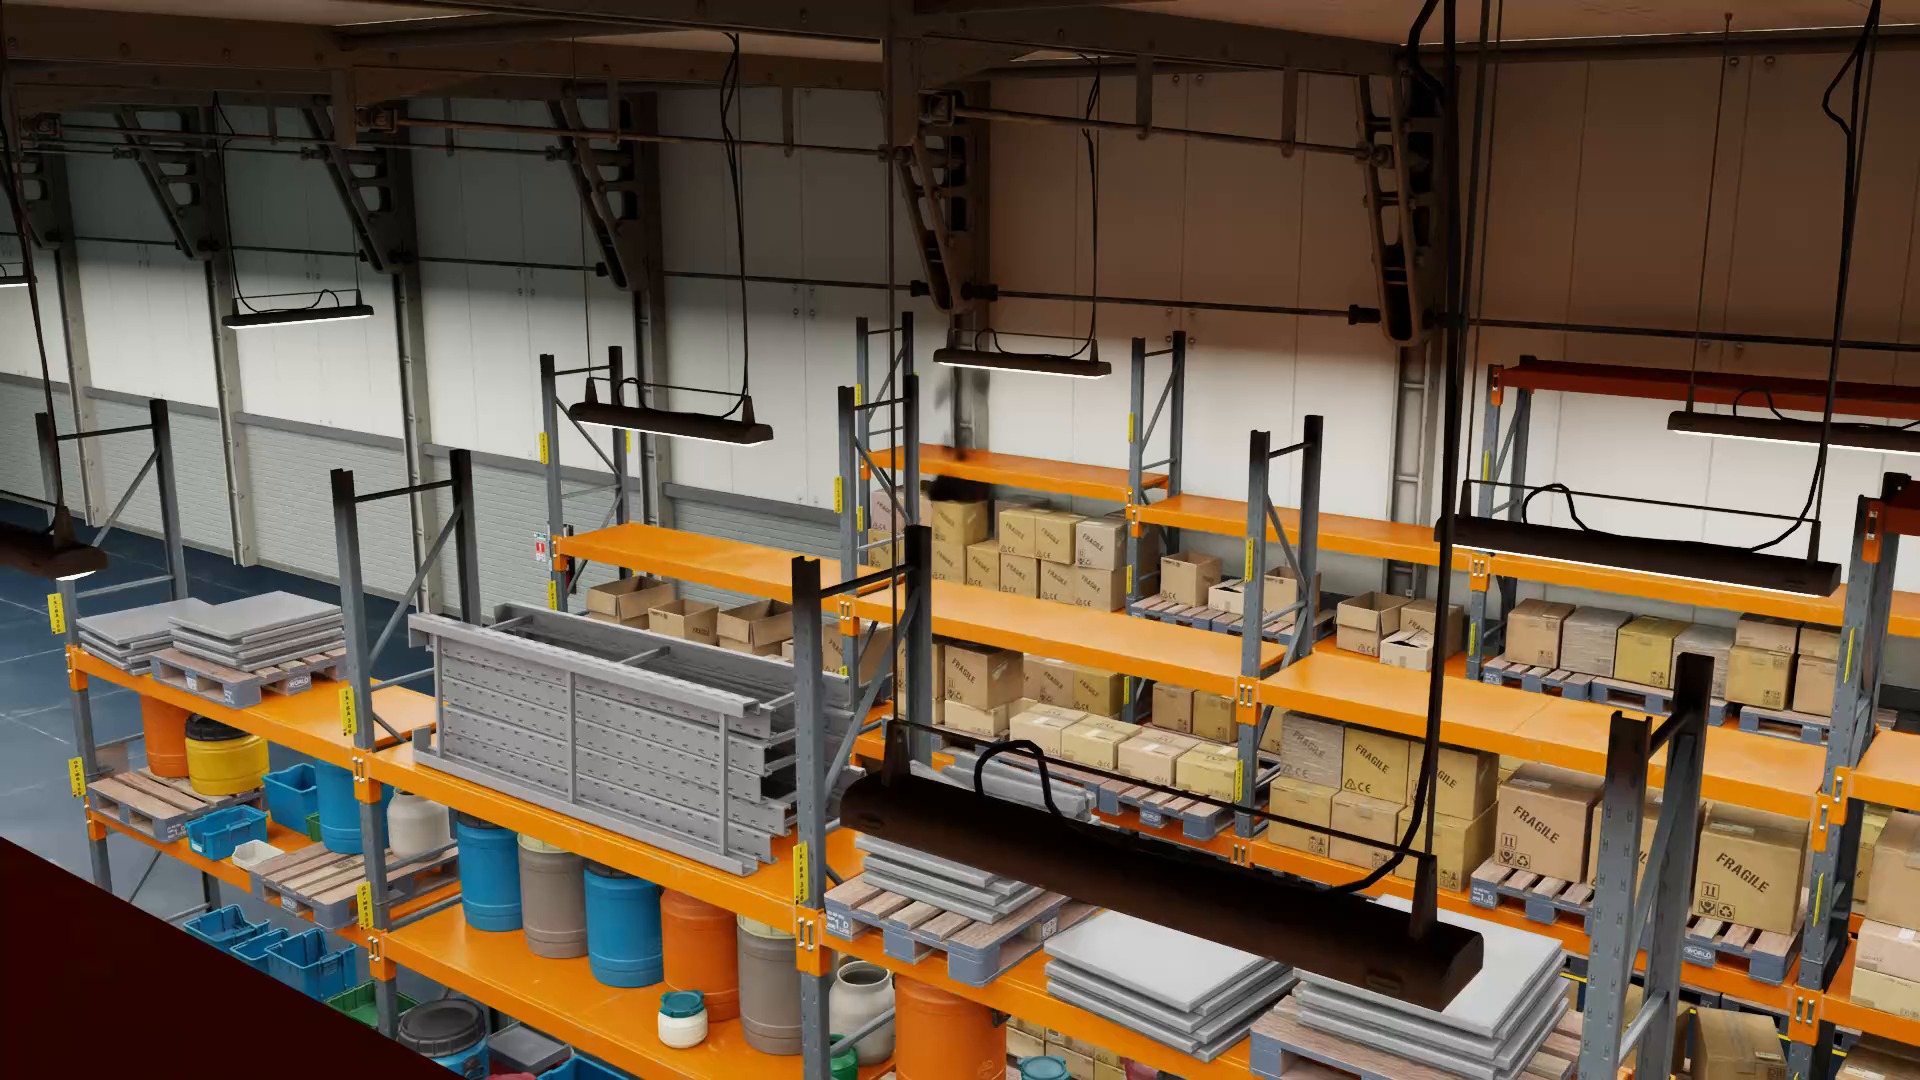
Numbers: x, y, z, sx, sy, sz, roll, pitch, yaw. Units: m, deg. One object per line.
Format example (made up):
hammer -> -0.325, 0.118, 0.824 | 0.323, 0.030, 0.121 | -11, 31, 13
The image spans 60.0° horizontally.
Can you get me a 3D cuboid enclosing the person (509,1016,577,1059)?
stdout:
person -> -3.689, 3.983, 14.404 | 0.760, 1.697, 0.642 | 6, 14, 23
